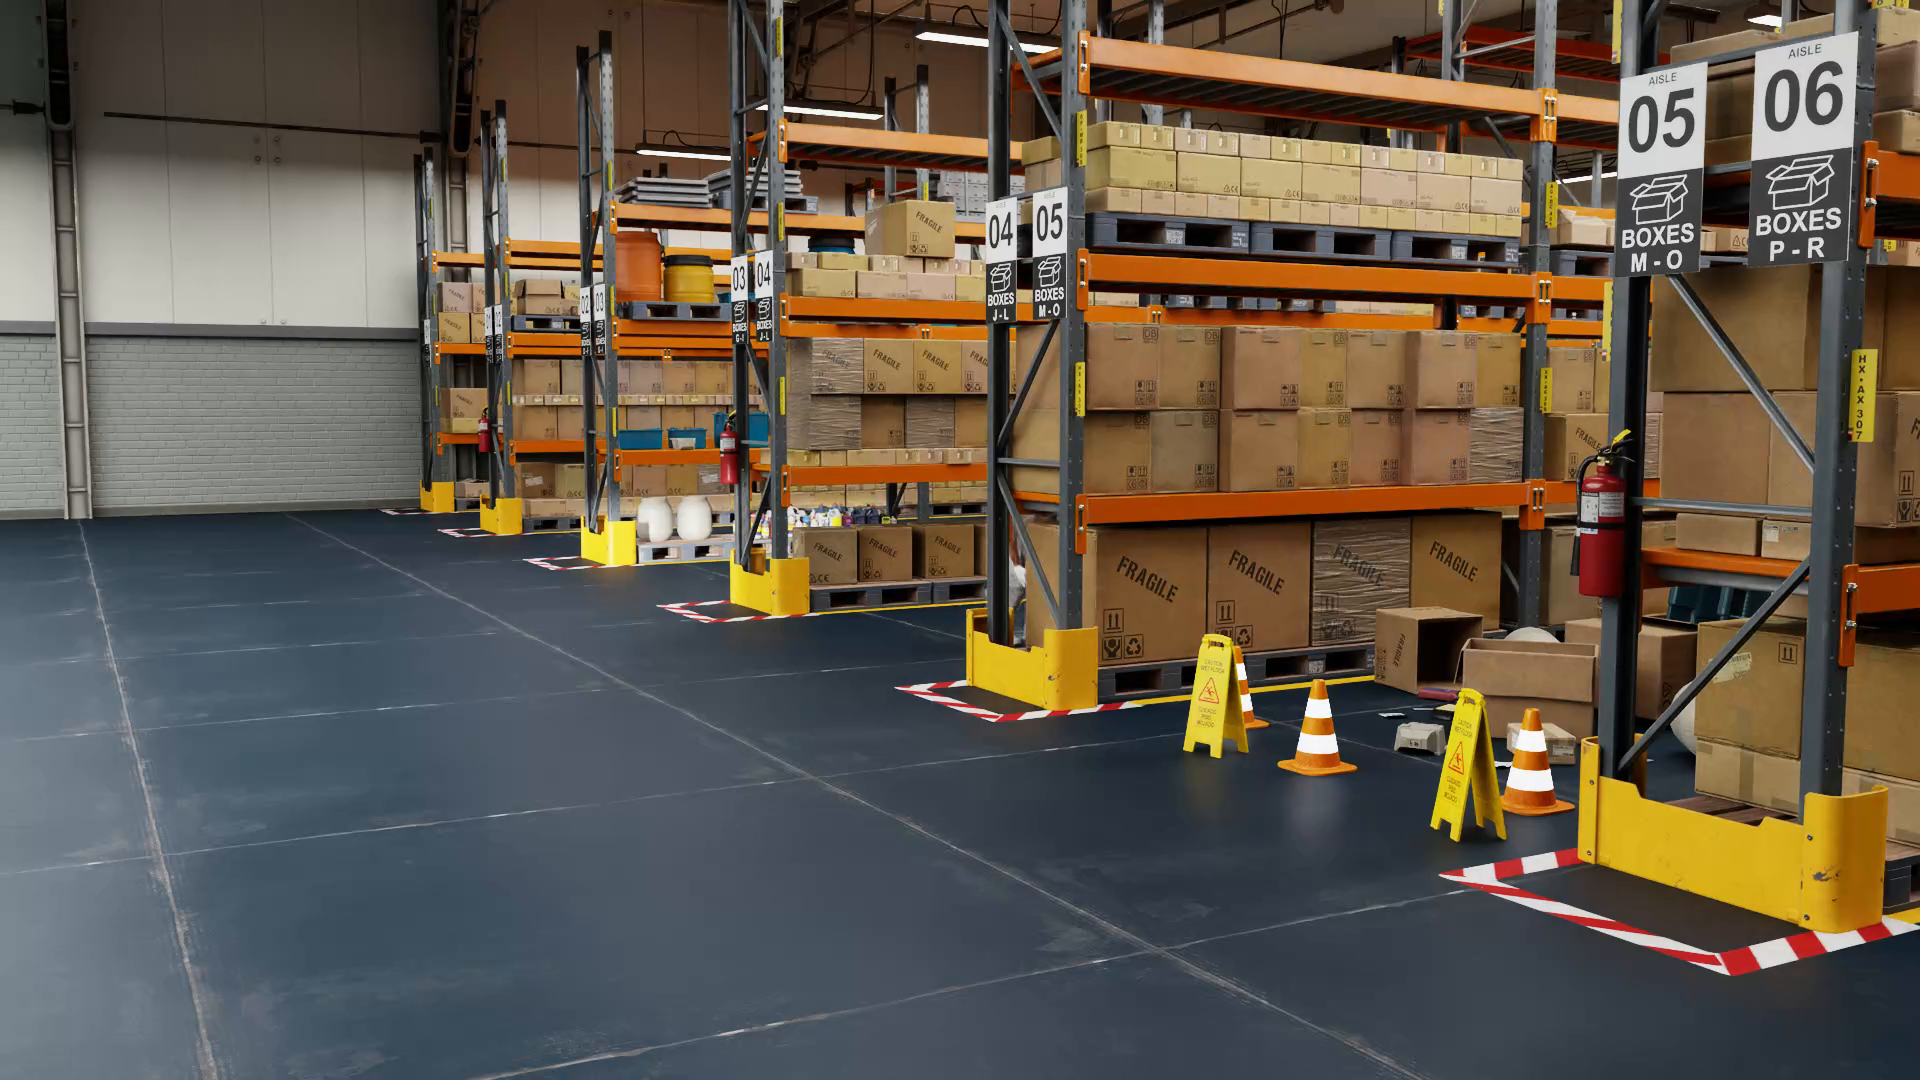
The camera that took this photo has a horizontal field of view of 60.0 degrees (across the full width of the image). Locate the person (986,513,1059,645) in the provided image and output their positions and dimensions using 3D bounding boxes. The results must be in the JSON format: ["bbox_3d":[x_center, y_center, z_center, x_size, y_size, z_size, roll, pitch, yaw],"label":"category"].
[{"bbox_3d":[0.564,0.124,12.990,0.613,1.380,0.789,-3,6,-29],"label":"person"}]
